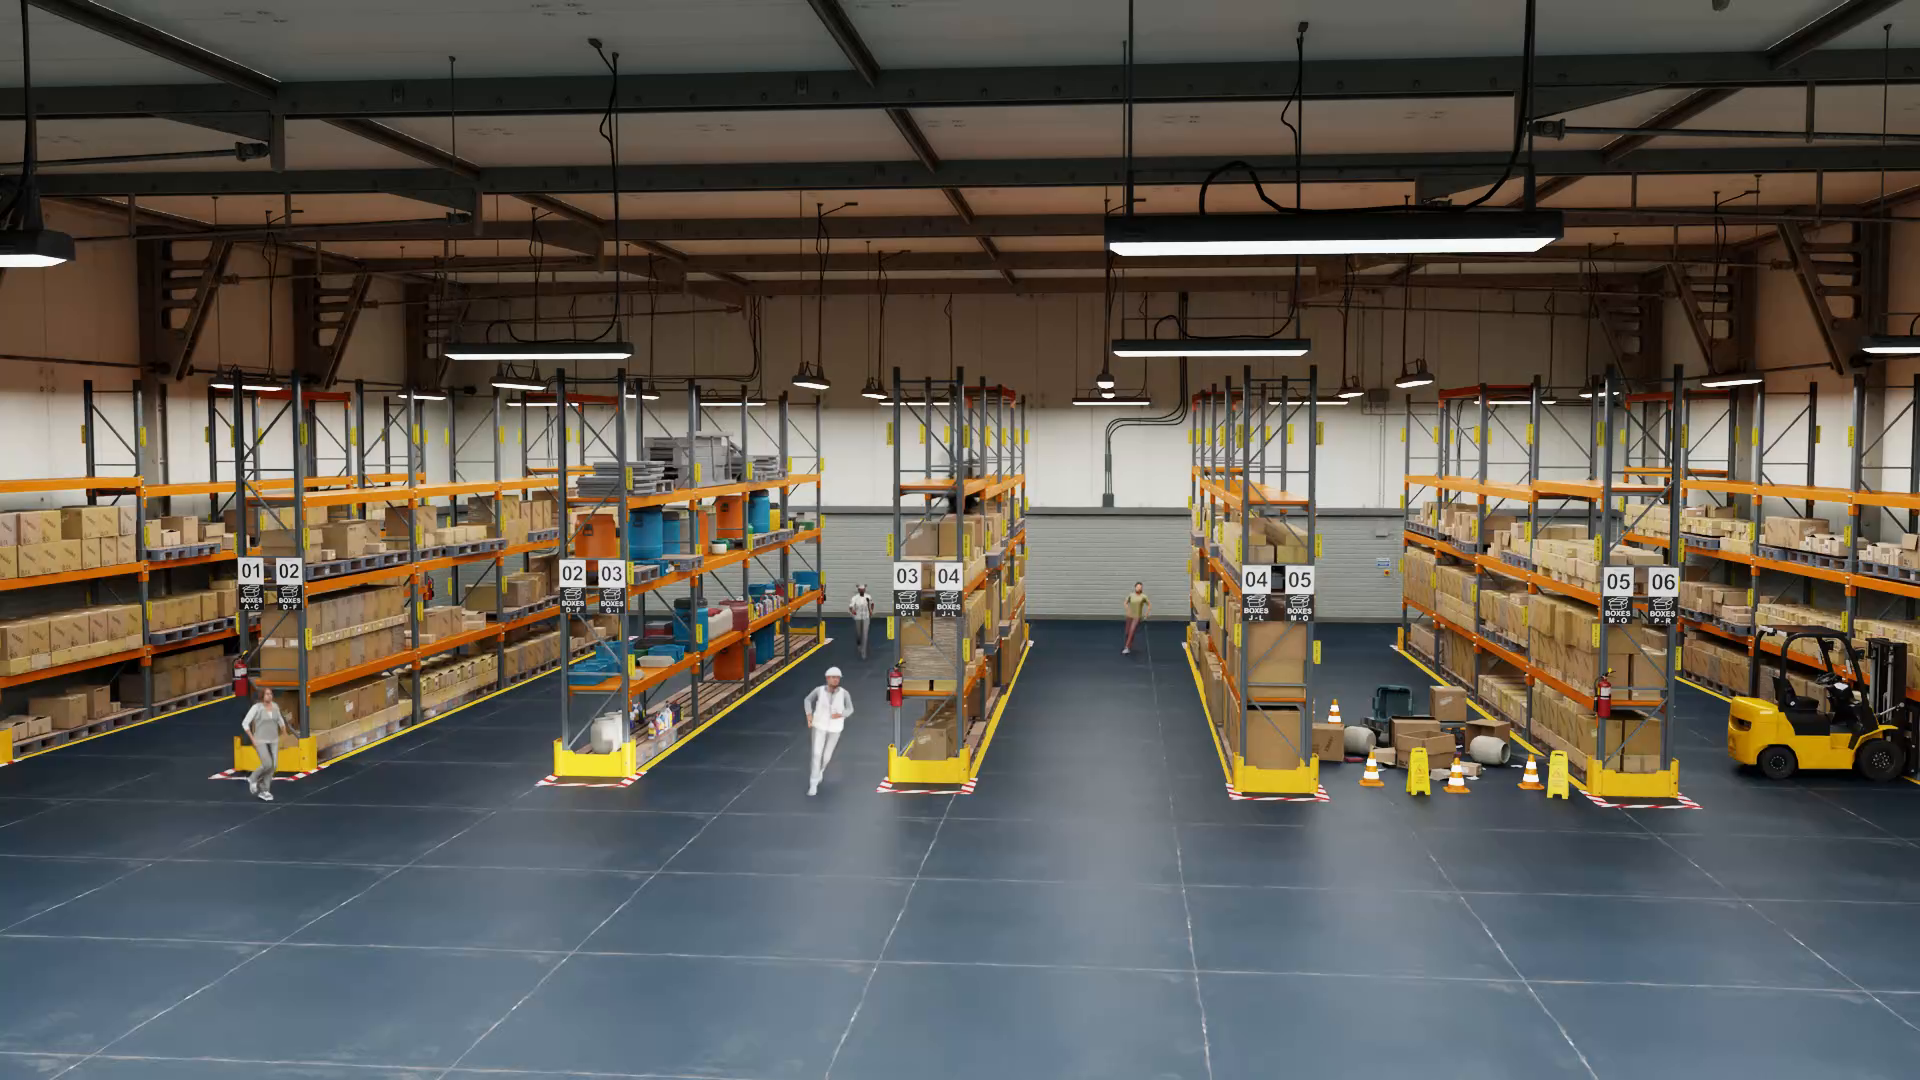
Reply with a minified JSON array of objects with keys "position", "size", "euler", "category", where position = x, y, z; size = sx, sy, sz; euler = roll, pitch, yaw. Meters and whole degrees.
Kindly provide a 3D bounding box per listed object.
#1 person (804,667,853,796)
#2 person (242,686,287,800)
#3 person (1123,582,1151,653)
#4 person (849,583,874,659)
[{"position":[-1.859,2.670,23.599],"size":[0.688,1.760,0.893],"euler":[-1,4,-10],"category":"person"},{"position":[-9.555,2.800,22.947],"size":[0.501,1.569,0.551],"euler":[2,4,34],"category":"person"},{"position":[4.087,1.786,38.485],"size":[0.636,1.631,0.856],"euler":[1,4,19],"category":"person"},{"position":[-2.233,1.810,37.799],"size":[0.586,1.694,0.904],"euler":[0,4,-5],"category":"person"}]
